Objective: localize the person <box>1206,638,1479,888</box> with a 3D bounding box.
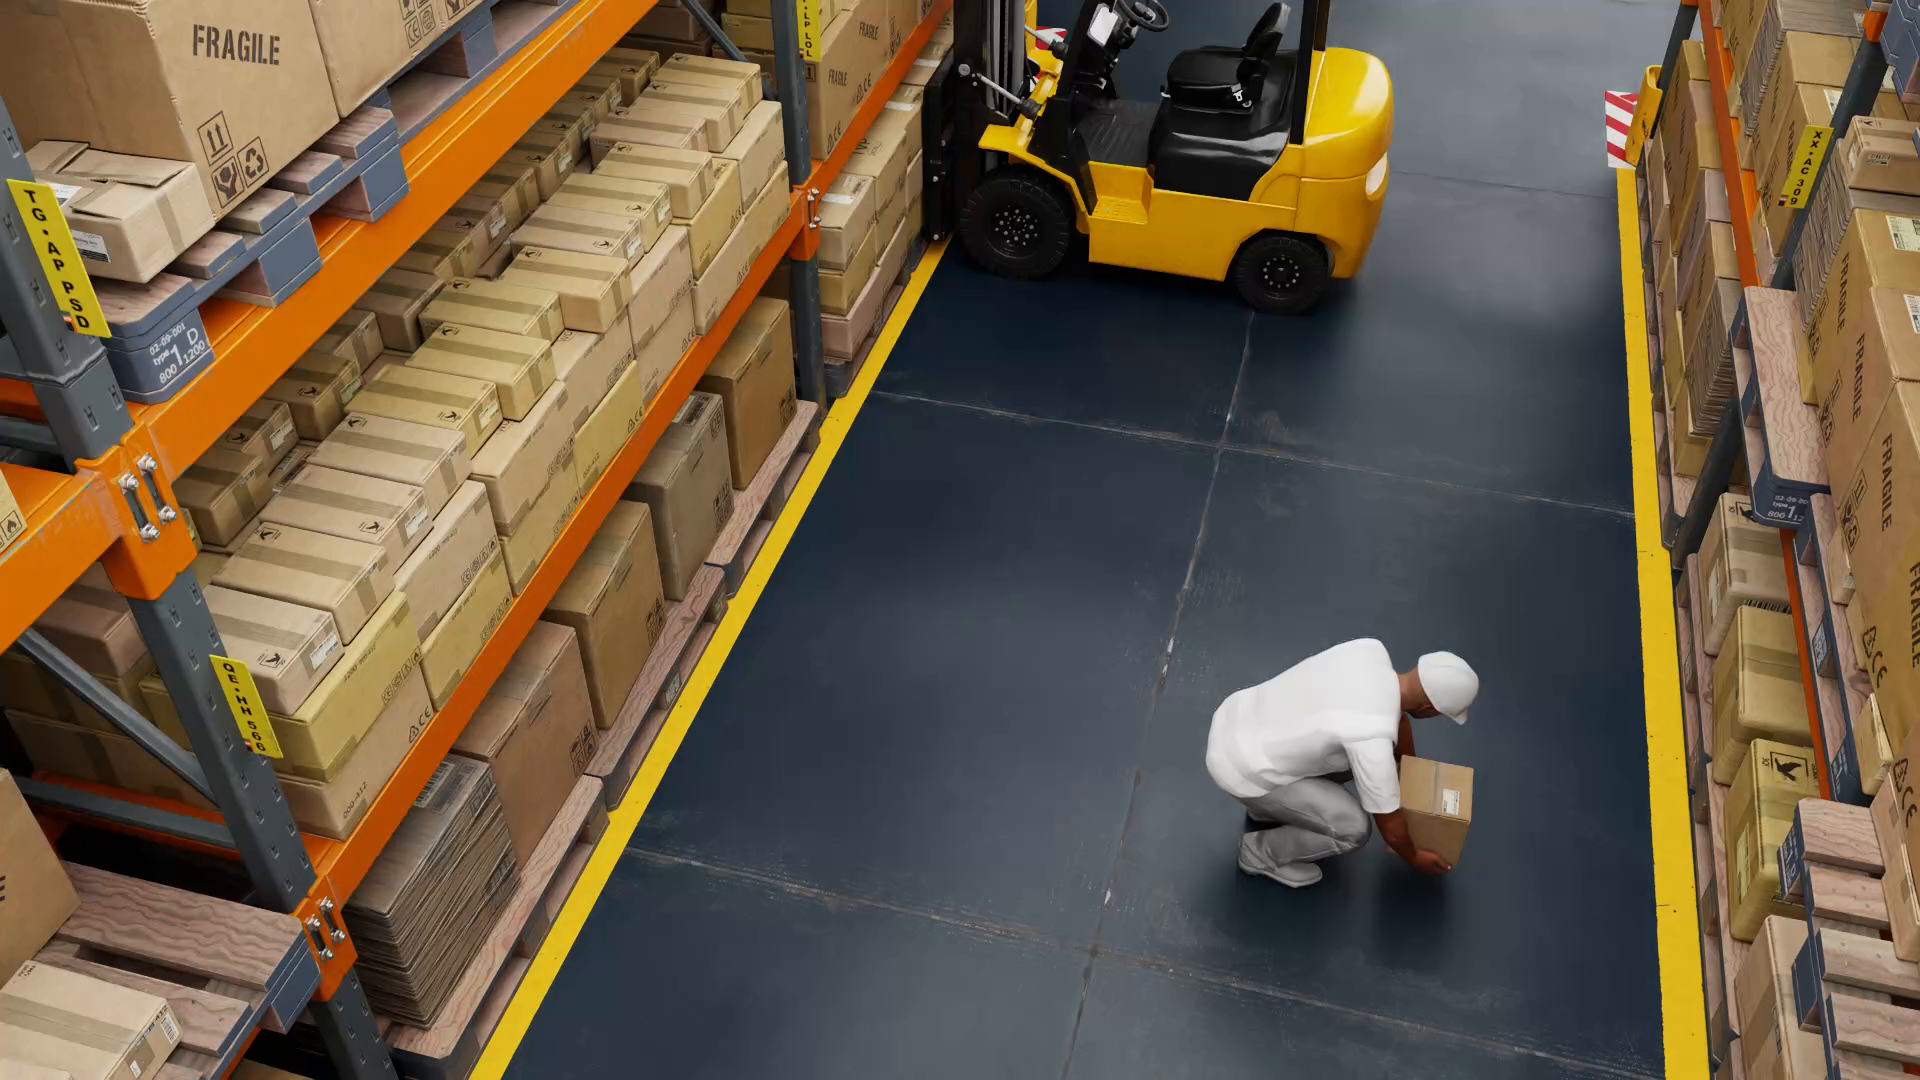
[{"bbox_3d":[1.331,0.744,5.862,0.898,1.008,0.583,10,42,11],"label":"person"}]
